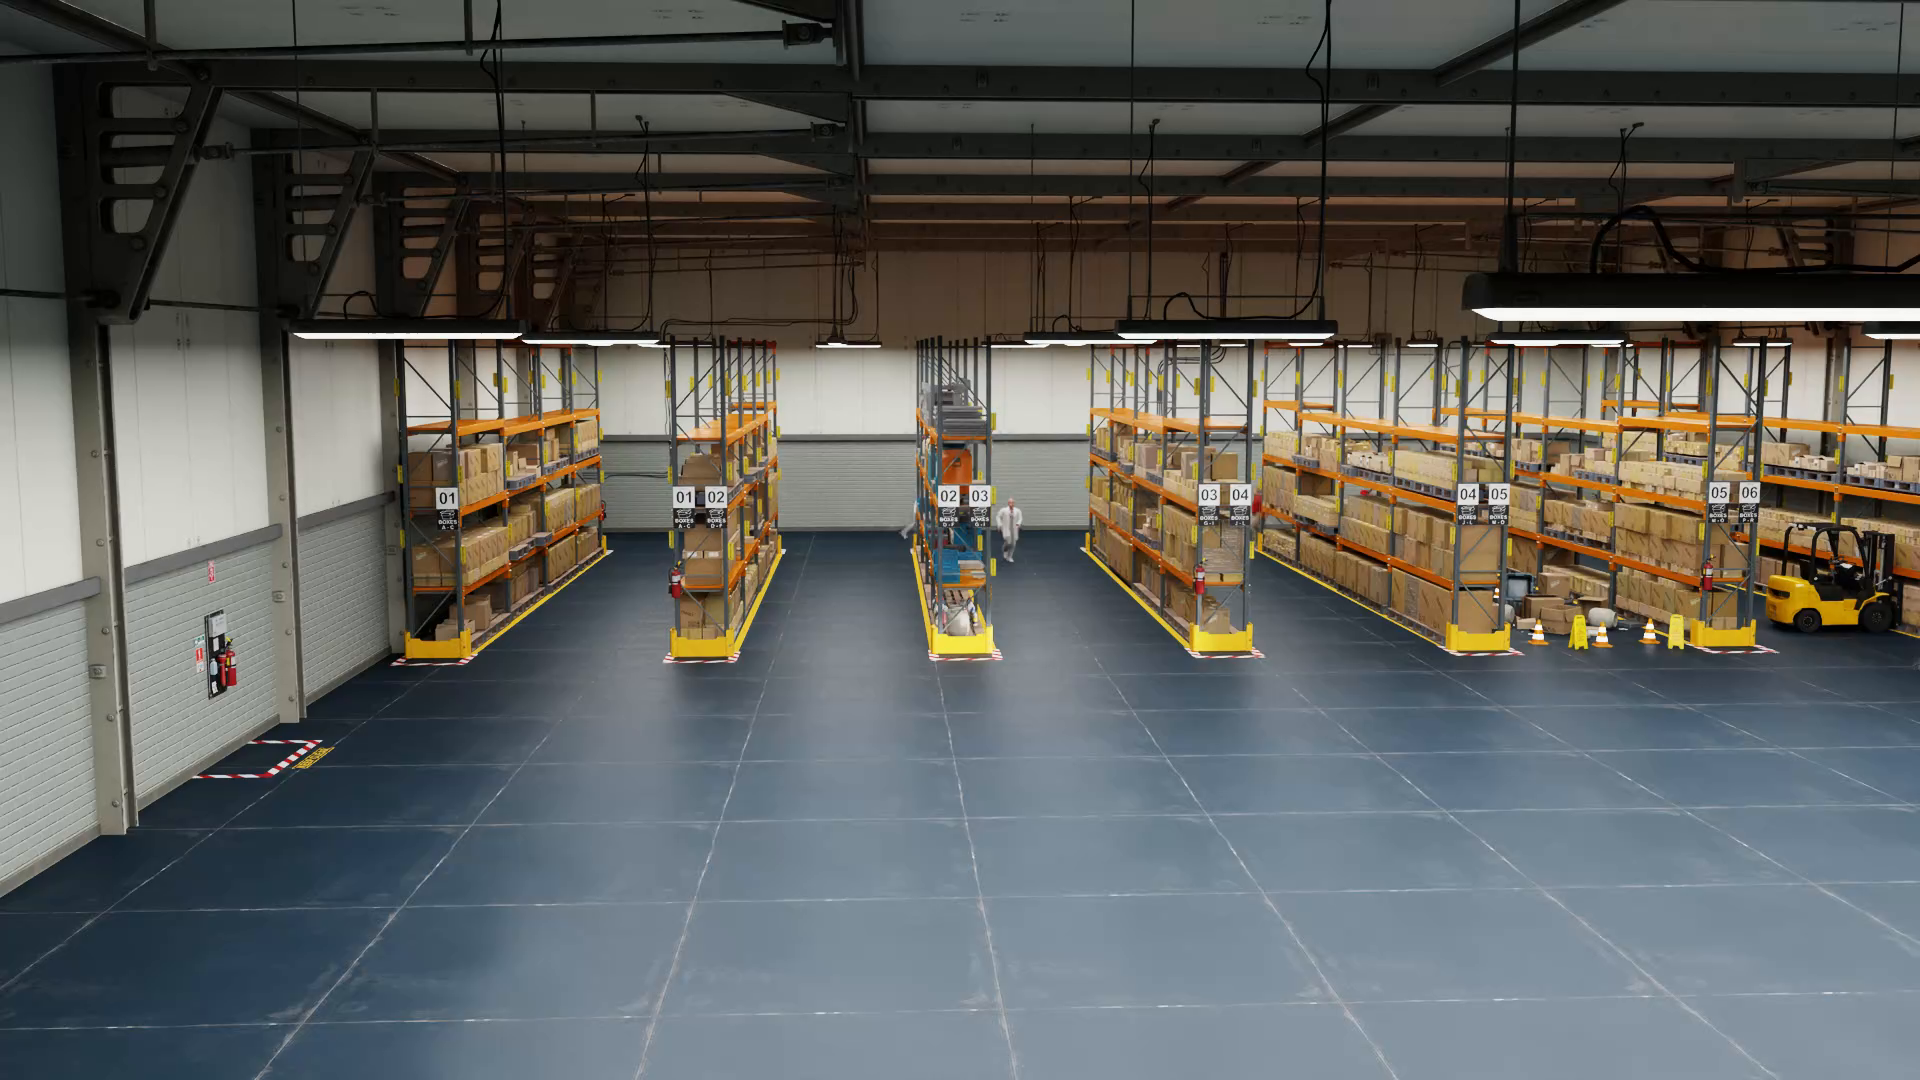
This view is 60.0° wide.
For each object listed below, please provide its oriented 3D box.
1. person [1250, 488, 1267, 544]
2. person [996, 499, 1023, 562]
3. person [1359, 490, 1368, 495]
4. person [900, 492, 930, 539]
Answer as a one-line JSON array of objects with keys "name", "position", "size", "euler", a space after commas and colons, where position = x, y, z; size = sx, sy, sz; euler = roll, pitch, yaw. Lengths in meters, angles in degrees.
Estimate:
[{"name": "person", "position": [8.757, -0.640, 48.732], "size": [0.842, 1.767, 0.675], "euler": [0, 6, -3]}, {"name": "person", "position": [1.371, -0.258, 45.101], "size": [0.696, 1.729, 0.665], "euler": [-2, 7, -14]}, {"name": "person", "position": [11.415, -0.500, 46.892], "size": [0.637, 1.833, 0.816], "euler": [-3, 7, -26]}, {"name": "person", "position": [-1.276, -0.781, 50.117], "size": [1.057, 1.711, 0.743], "euler": [1, 7, 5]}]
